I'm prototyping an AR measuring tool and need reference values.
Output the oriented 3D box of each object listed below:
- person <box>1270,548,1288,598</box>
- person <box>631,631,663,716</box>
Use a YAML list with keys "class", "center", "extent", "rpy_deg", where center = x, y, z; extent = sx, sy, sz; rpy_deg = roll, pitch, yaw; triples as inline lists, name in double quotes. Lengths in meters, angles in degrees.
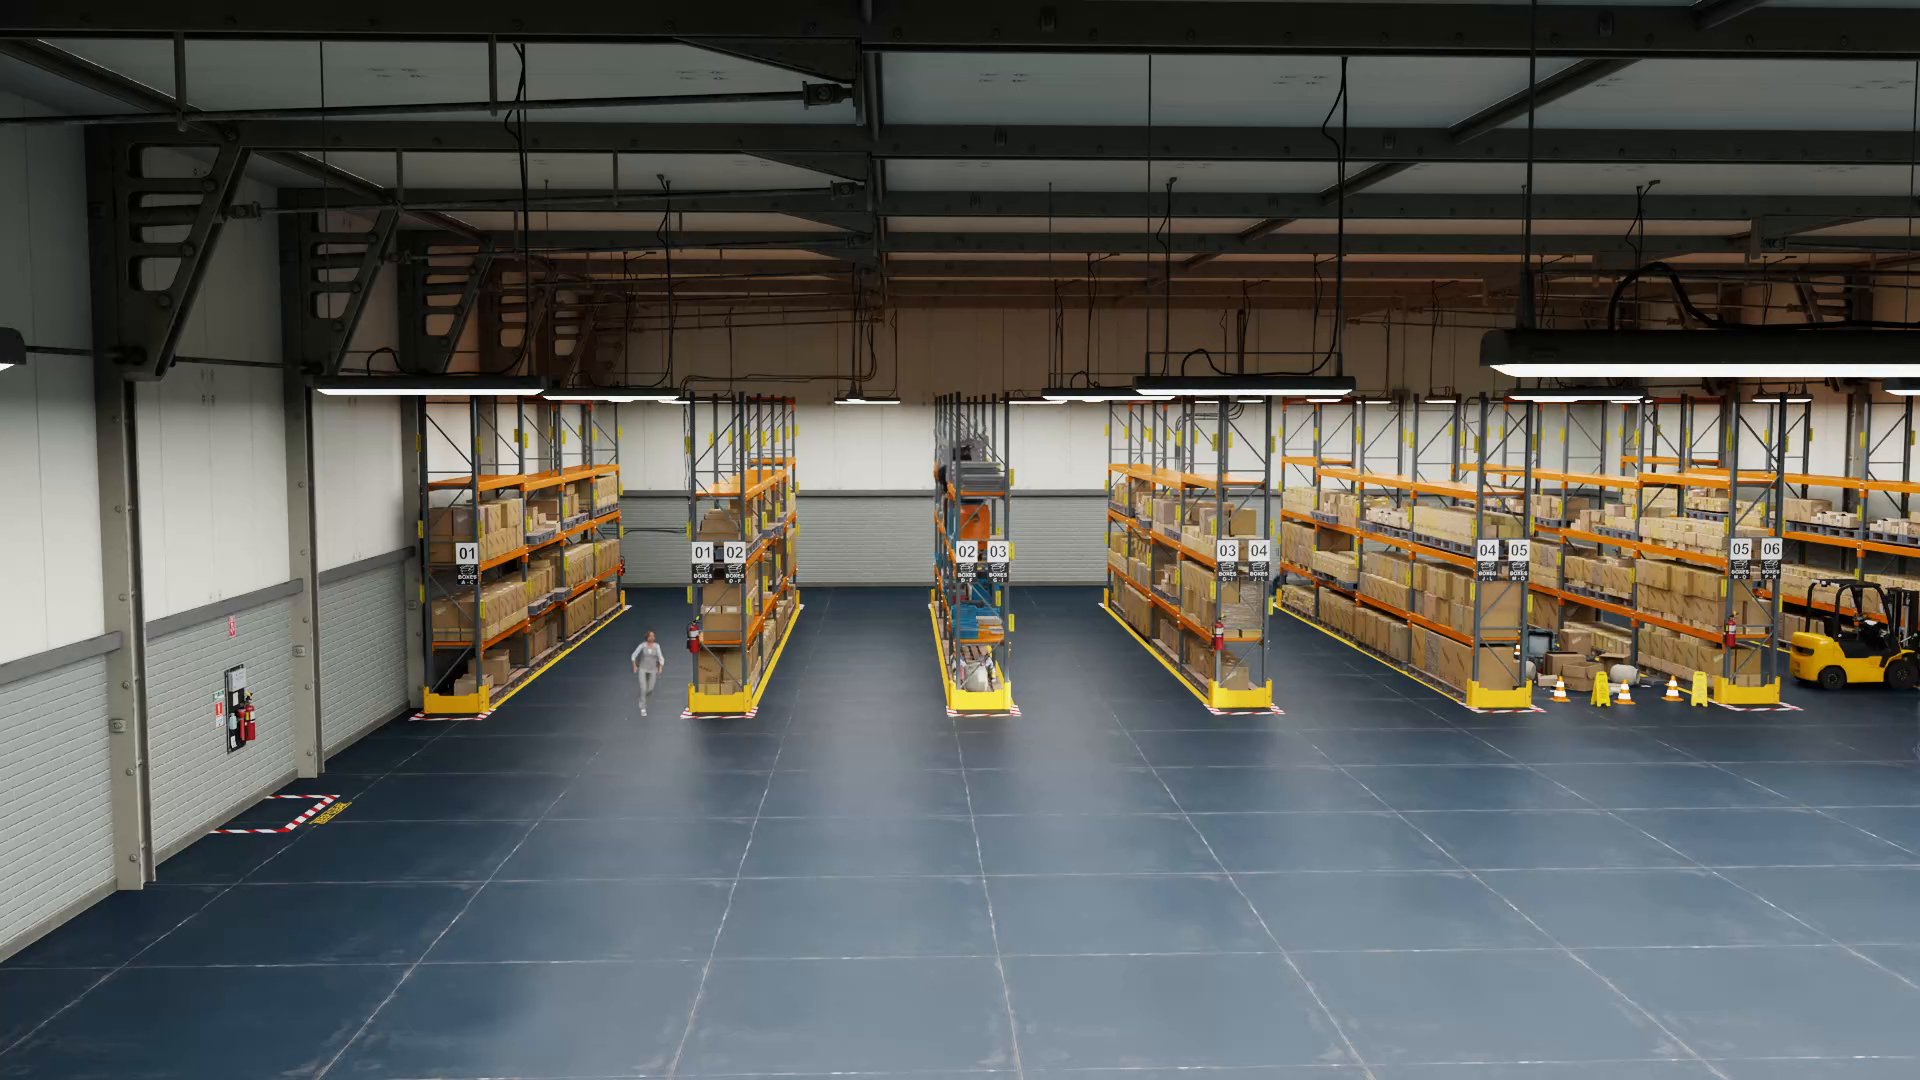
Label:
- class: "person"
  center: [9.494, 0.999, 49.042]
  extent: [0.858, 1.561, 0.583]
  rpy_deg: [0, 5, 0]
- class: "person"
  center: [-5.837, 2.477, 31.072]
  extent: [0.598, 1.556, 0.515]
  rpy_deg: [-1, 5, -17]
